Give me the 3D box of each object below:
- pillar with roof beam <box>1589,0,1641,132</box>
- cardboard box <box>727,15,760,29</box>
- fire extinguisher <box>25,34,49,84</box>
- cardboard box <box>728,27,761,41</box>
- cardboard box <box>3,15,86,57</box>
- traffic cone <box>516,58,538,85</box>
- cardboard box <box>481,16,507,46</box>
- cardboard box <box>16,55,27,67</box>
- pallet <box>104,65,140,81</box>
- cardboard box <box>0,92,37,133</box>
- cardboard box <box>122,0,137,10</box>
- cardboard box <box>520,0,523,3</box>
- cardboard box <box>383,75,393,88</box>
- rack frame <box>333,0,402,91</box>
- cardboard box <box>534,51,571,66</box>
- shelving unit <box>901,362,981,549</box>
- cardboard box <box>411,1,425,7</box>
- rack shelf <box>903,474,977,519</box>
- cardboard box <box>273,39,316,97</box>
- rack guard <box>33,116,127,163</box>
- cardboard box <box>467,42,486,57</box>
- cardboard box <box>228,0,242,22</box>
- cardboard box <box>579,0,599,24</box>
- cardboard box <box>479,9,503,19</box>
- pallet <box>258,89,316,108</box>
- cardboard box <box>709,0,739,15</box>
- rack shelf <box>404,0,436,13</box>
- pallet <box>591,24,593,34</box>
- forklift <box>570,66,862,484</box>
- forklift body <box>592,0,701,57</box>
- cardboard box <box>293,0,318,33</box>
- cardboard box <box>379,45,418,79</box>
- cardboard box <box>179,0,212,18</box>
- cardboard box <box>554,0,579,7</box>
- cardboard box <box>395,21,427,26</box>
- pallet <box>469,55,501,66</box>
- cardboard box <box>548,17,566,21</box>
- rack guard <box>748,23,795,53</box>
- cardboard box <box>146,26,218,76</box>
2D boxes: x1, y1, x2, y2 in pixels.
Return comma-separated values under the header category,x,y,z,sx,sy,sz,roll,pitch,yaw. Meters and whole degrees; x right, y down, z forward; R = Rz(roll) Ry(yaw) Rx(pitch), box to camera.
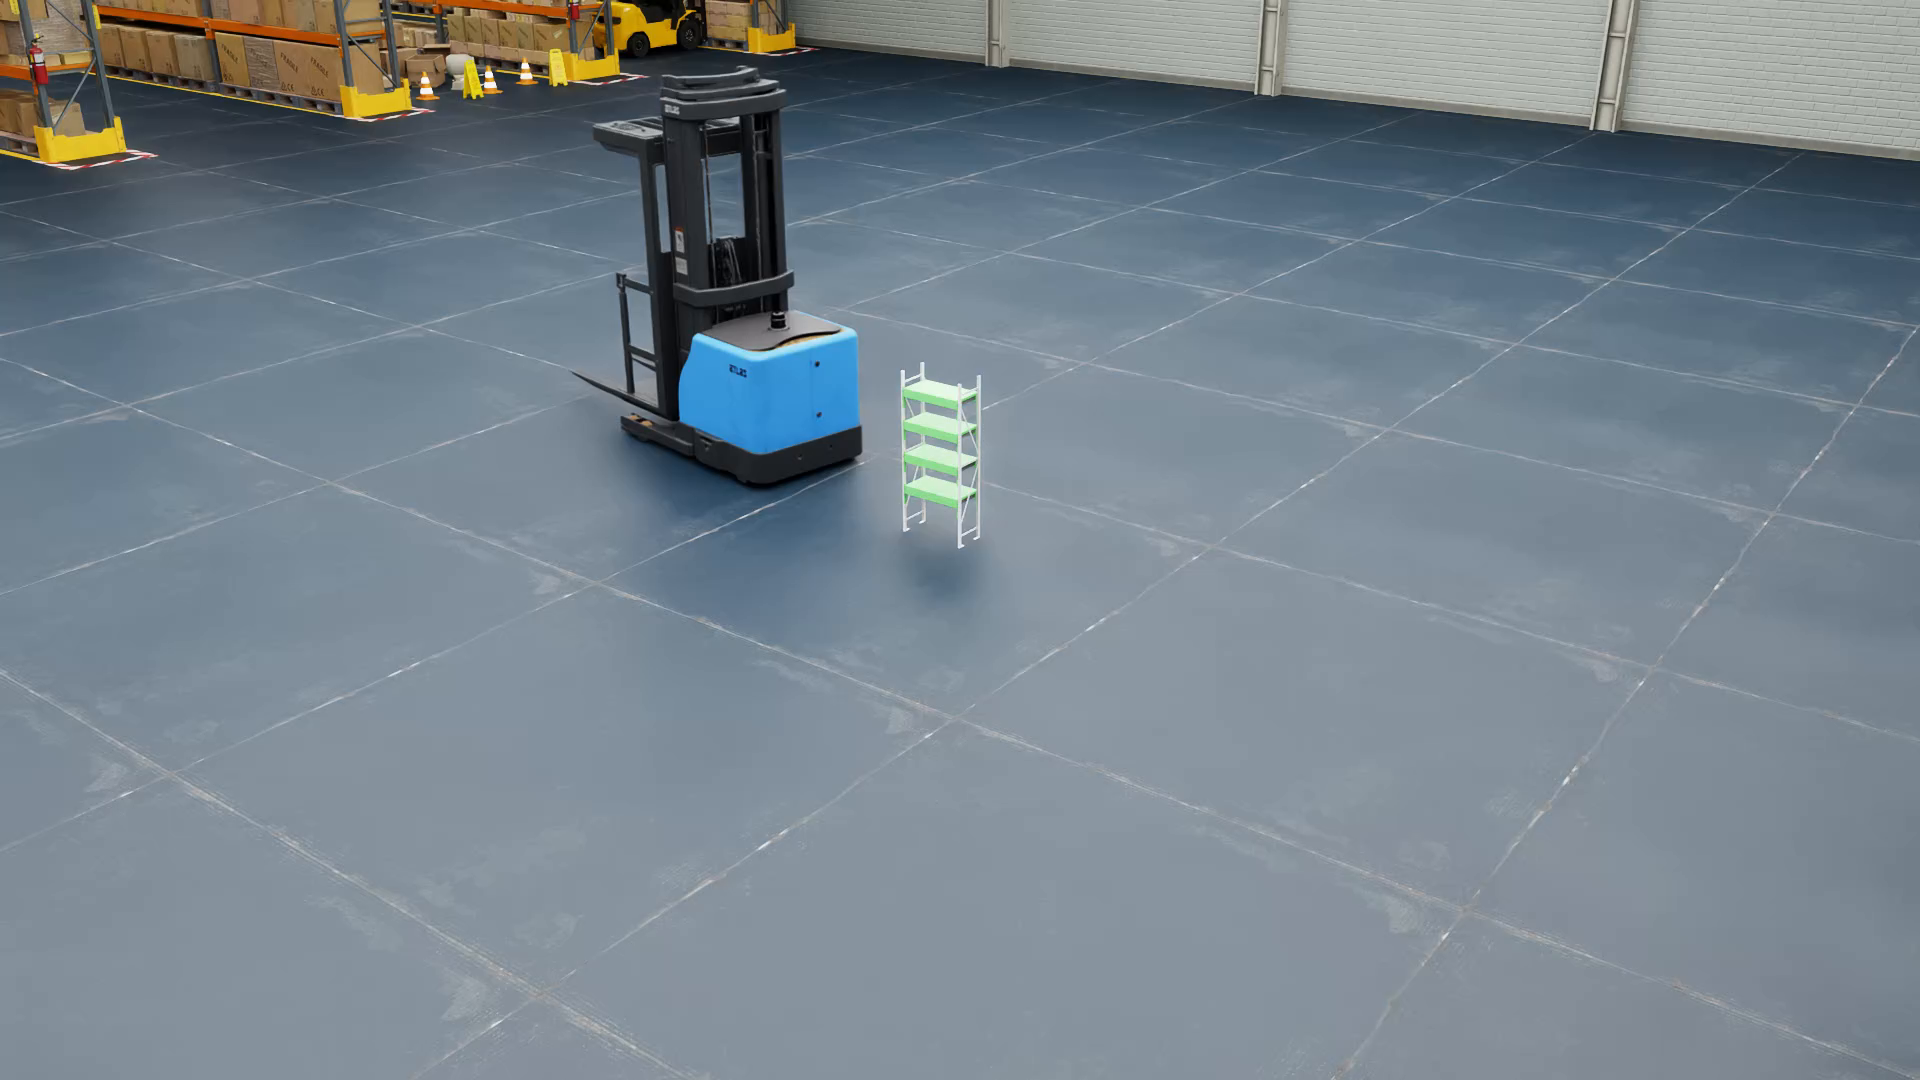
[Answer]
category,x,y,z,sx,sy,sz,roll,pitch,yaw
pillar with roof beam,7.776,-9.321,21.745,0.400,9.000,9.100,17,29,33
cardboard box,-4.606,-11.038,35.351,0.500,0.250,0.500,16,29,33
fire extinguisher,-13.131,-6.847,23.666,0.183,0.674,0.296,17,29,33
cardboard box,-4.595,-10.804,35.441,0.500,0.250,0.500,17,29,34
cardboard box,-13.370,-7.383,24.293,0.500,0.500,0.875,17,29,33
traffic cone,-8.121,-8.783,31.110,0.334,0.463,0.336,17,29,33
cardboard box,-9.044,-10.019,32.729,0.500,0.500,0.500,19,30,36
cardboard box,-13.498,-7.007,24.244,0.250,0.149,0.380,17,29,33
pallet,-15.707,-9.078,32.092,1.213,0.211,1.003,17,29,33
cardboard box,-14.425,-6.555,25.486,0.500,0.500,0.500,20,31,38
cardboard box,-15.283,-10.175,31.000,0.500,0.500,0.500,17,29,33
cardboard box,-8.237,-10.417,31.984,0.250,0.149,0.380,17,29,34
cardboard box,-10.612,-8.529,30.779,0.396,0.266,0.258,-21,31,-39
rack frame,-9.891,-8.635,27.627,0.127,3.000,1.000,17,29,33
cardboard box,-7.830,-9.305,32.037,0.500,0.250,0.500,17,29,33
shelving unit,-0.132,-0.589,11.599,0.503,1.200,0.258,17,29,33
cardboard box,-13.379,-13.619,41.519,0.500,0.500,0.500,18,30,36
rack shelf,-0.132,-0.311,11.721,0.480,0.148,0.258,17,29,33
cardboard box,-11.179,-8.209,28.776,0.875,0.875,0.875,16,29,32
rack guard,-13.007,-5.933,24.596,0.348,0.500,1.175,17,29,33
cardboard box,-9.460,-9.802,33.166,0.500,0.250,0.500,19,30,36
cardboard box,-12.336,-9.460,29.313,0.550,0.550,0.875,17,29,33
cardboard box,-8.270,-12.244,38.243,0.625,0.625,0.875,16,29,33
cardboard box,-9.200,-10.330,32.630,0.250,0.149,0.380,19,30,36
pallet,-11.550,-7.822,29.241,1.213,0.211,1.003,17,29,33
cardboard box,-4.997,-11.382,35.513,0.500,0.250,0.500,17,29,34
rack shelf,-11.804,-11.378,34.746,4.000,0.370,1.077,17,29,33
pallet,-7.843,-11.715,38.078,1.213,0.211,1.003,17,29,33
forklift,-2.143,-2.270,13.268,1.130,2.935,3.031,-21,31,-39
forklift body,-6.641,-11.340,34.820,1.214,2.155,2.313,17,29,33
cardboard box,-10.668,-8.904,28.053,0.550,0.550,0.875,17,29,33
cardboard box,-10.680,-9.007,31.401,0.503,0.637,0.797,17,29,33
cardboard box,-13.670,-9.688,29.893,0.500,0.500,0.500,17,29,33
cardboard box,-7.431,-10.163,31.407,0.250,0.149,0.380,18,29,35
cardboard box,-11.760,-10.680,35.006,0.625,0.372,0.950,18,29,35
pallet,-9.645,-9.796,33.722,1.213,0.211,1.003,17,29,33
cardboard box,-7.923,-9.948,32.568,0.500,0.500,0.500,16,28,31
rack guard,-4.010,-10.709,35.435,0.348,0.500,1.175,17,29,33
cardboard box,-14.412,-9.120,30.999,0.750,0.750,1.050,17,29,33
